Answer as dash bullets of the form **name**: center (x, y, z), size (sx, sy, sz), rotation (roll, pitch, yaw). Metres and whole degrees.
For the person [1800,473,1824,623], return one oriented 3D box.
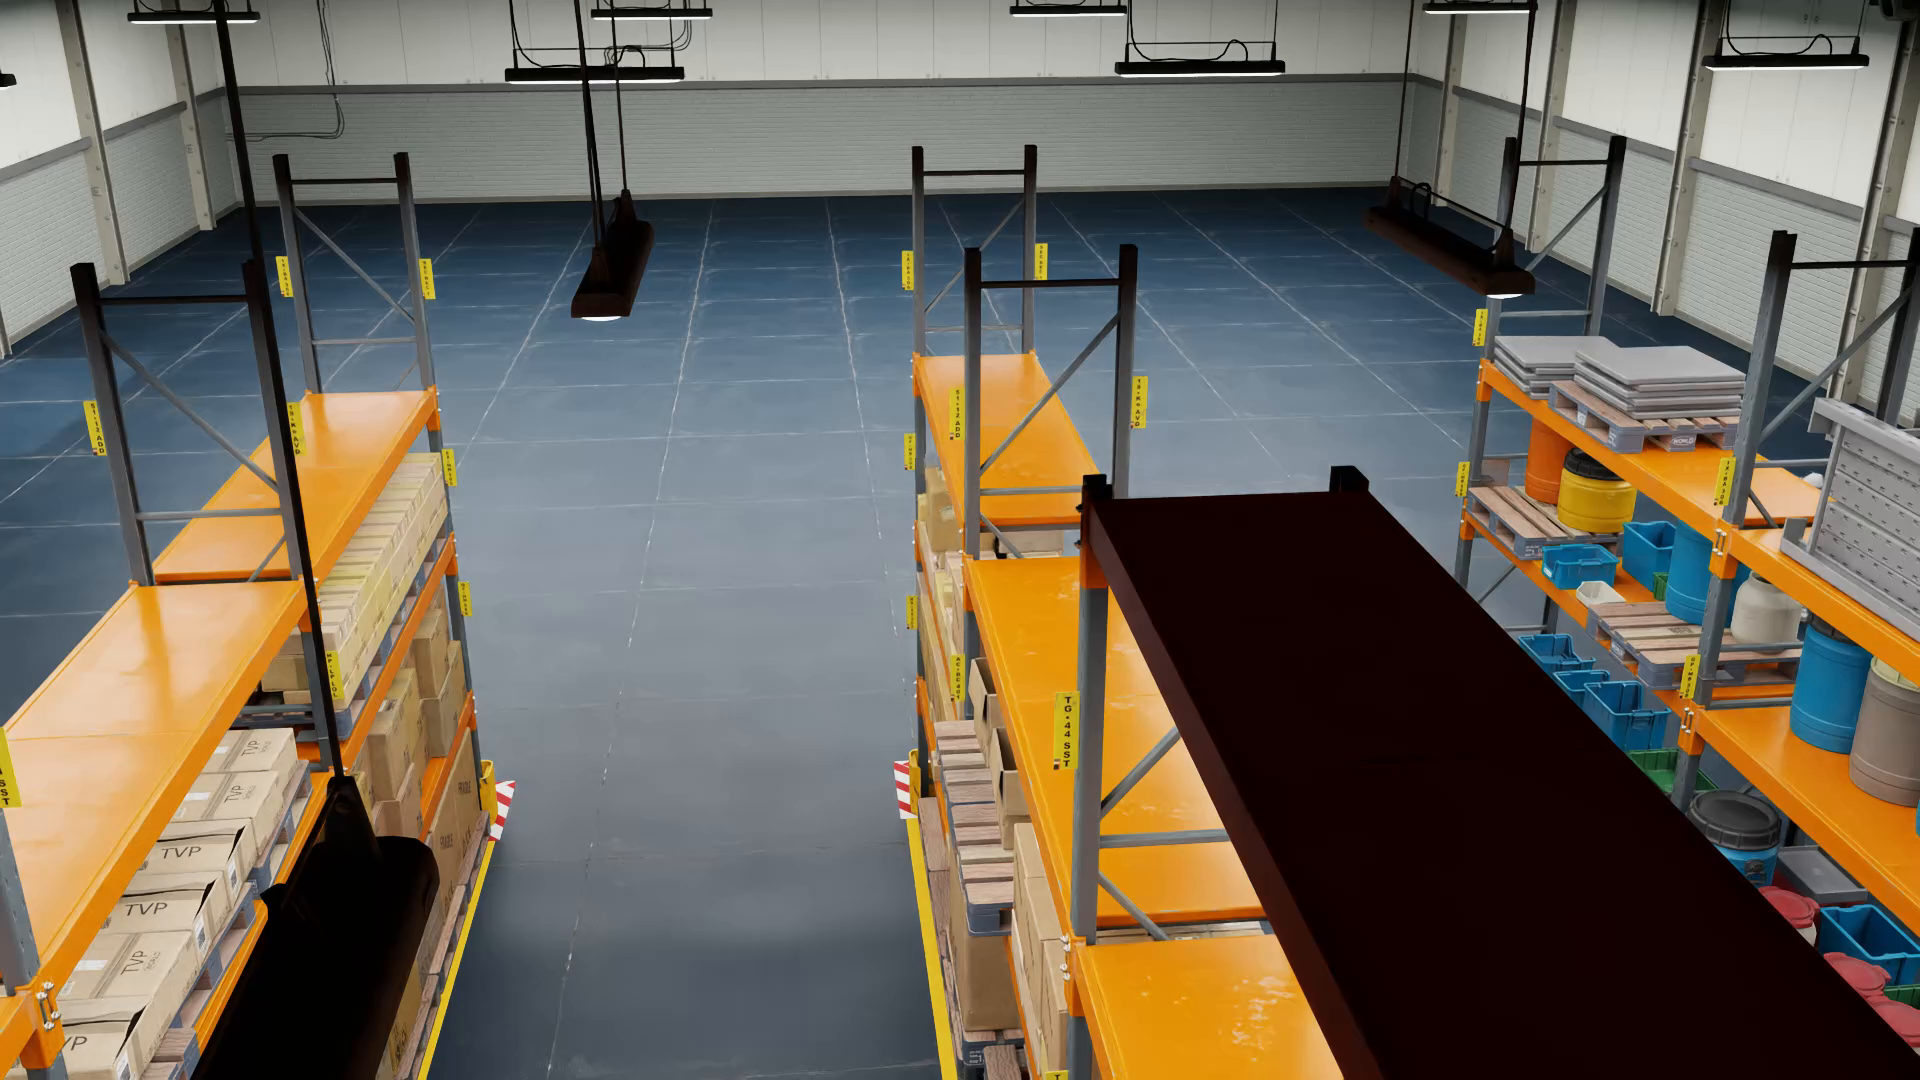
- **person**: center (9.547, 0.035, 19.155), size (0.559, 1.790, 0.756), rotation (-19, 29, -40)
